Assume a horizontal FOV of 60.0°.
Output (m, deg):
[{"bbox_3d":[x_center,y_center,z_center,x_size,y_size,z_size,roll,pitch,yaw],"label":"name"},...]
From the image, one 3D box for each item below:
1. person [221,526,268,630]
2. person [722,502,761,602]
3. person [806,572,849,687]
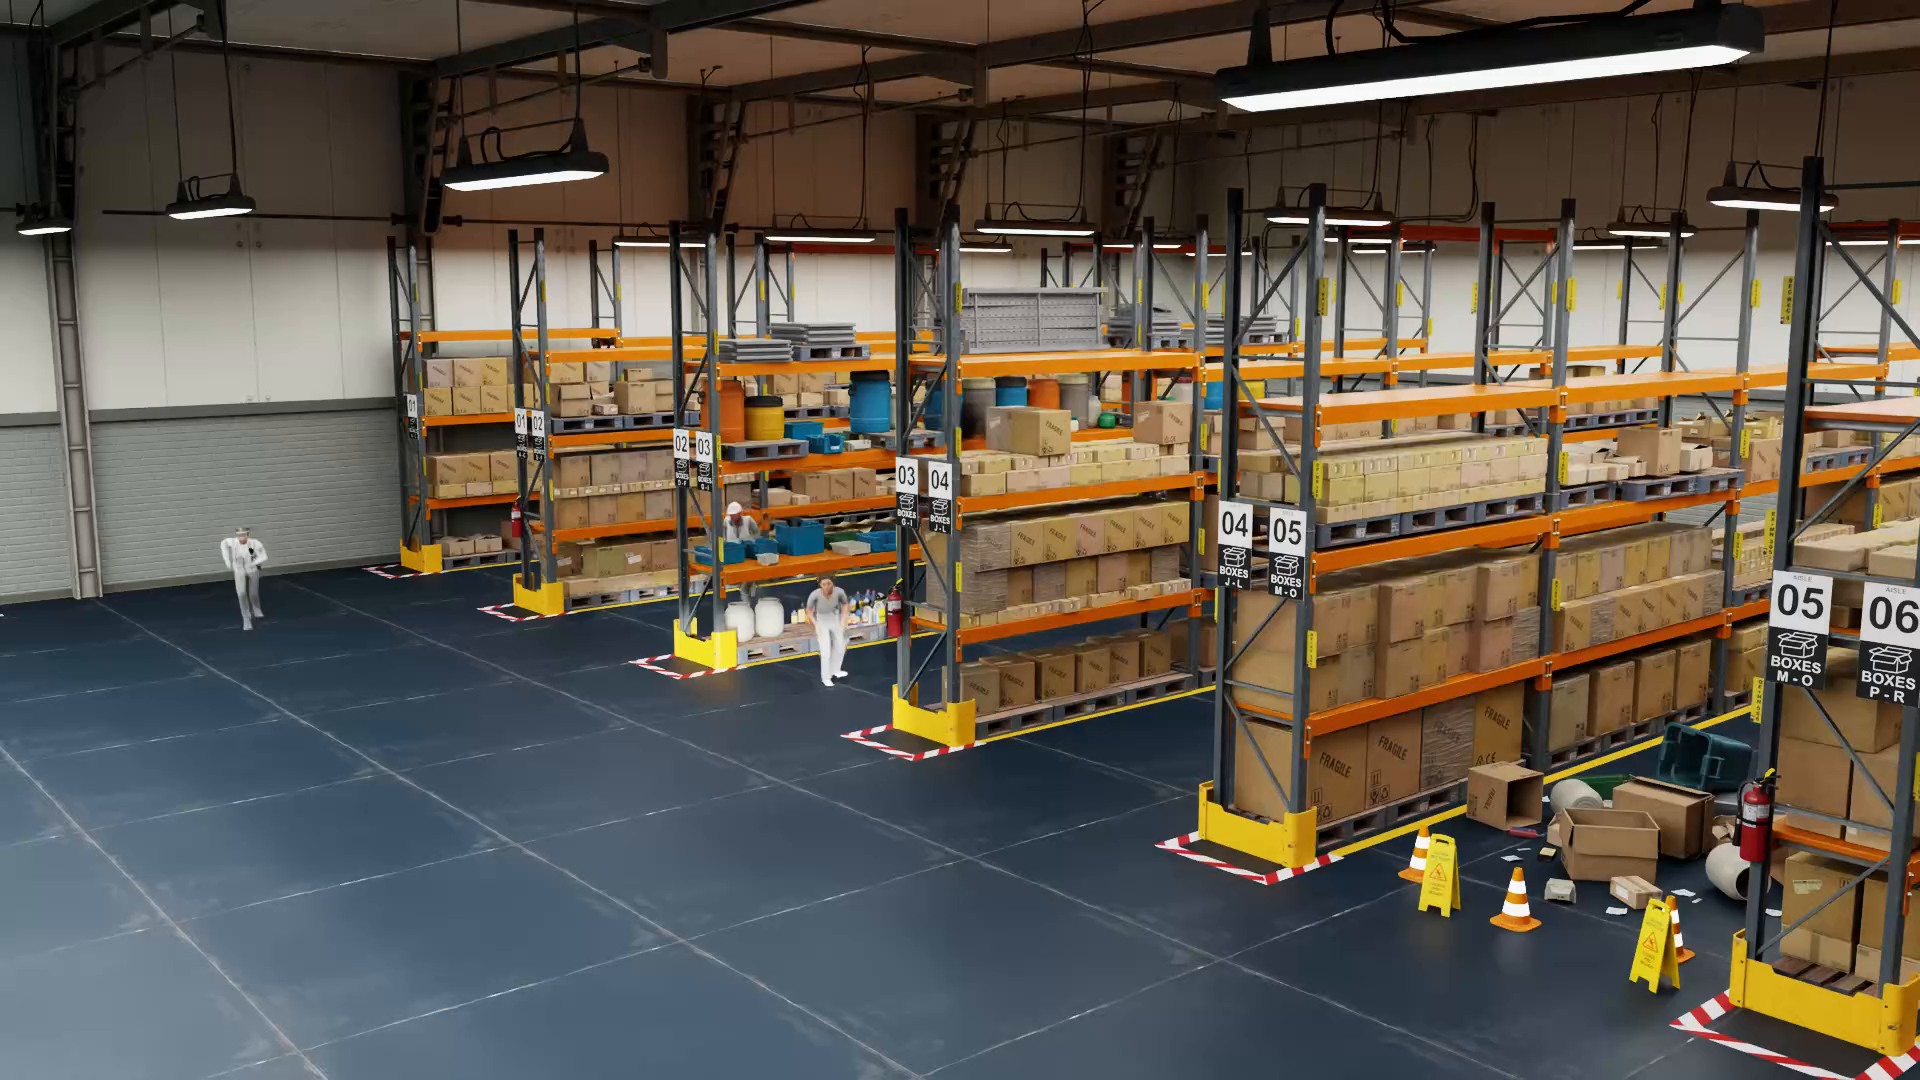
[{"bbox_3d":[-10.843,0.545,25.295,0.664,1.612,0.955,-2,9,-14],"label":"person"},{"bbox_3d":[-3.390,0.169,25.686,0.669,1.593,0.941,2,9,11],"label":"person"},{"bbox_3d":[-1.705,1.120,21.556,0.631,1.535,0.794,-4,10,-23],"label":"person"}]
